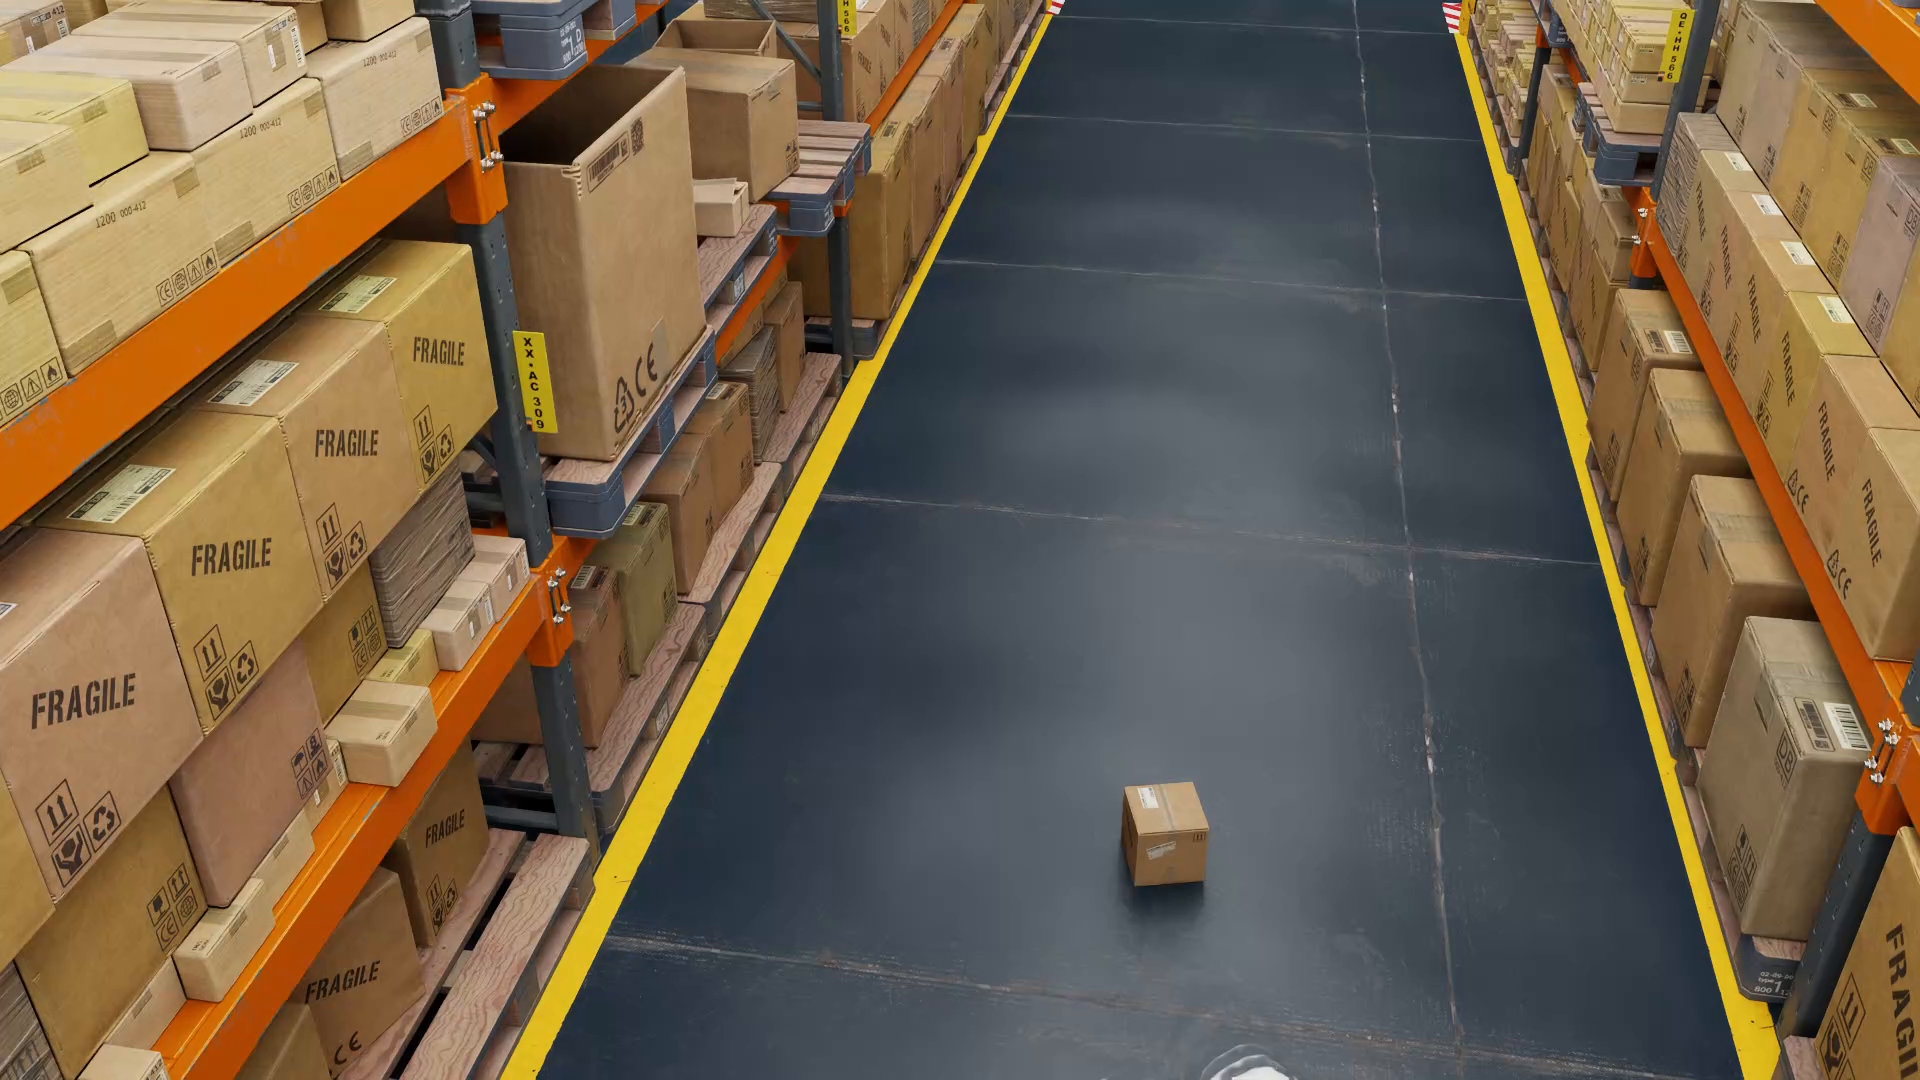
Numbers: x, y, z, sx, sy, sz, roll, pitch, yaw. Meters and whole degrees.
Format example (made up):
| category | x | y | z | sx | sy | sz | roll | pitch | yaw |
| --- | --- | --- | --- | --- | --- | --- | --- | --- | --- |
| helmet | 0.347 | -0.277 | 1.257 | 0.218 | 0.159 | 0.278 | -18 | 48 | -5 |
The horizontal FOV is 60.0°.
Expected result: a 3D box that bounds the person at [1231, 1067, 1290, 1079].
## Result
| category | x | y | z | sx | sy | sz | roll | pitch | yaw |
| --- | --- | --- | --- | --- | --- | --- | --- | --- | --- |
| person | 0.519 | 1.734 | 3.352 | 0.548 | 1.749 | 0.971 | -1 | 32 | -2 |
